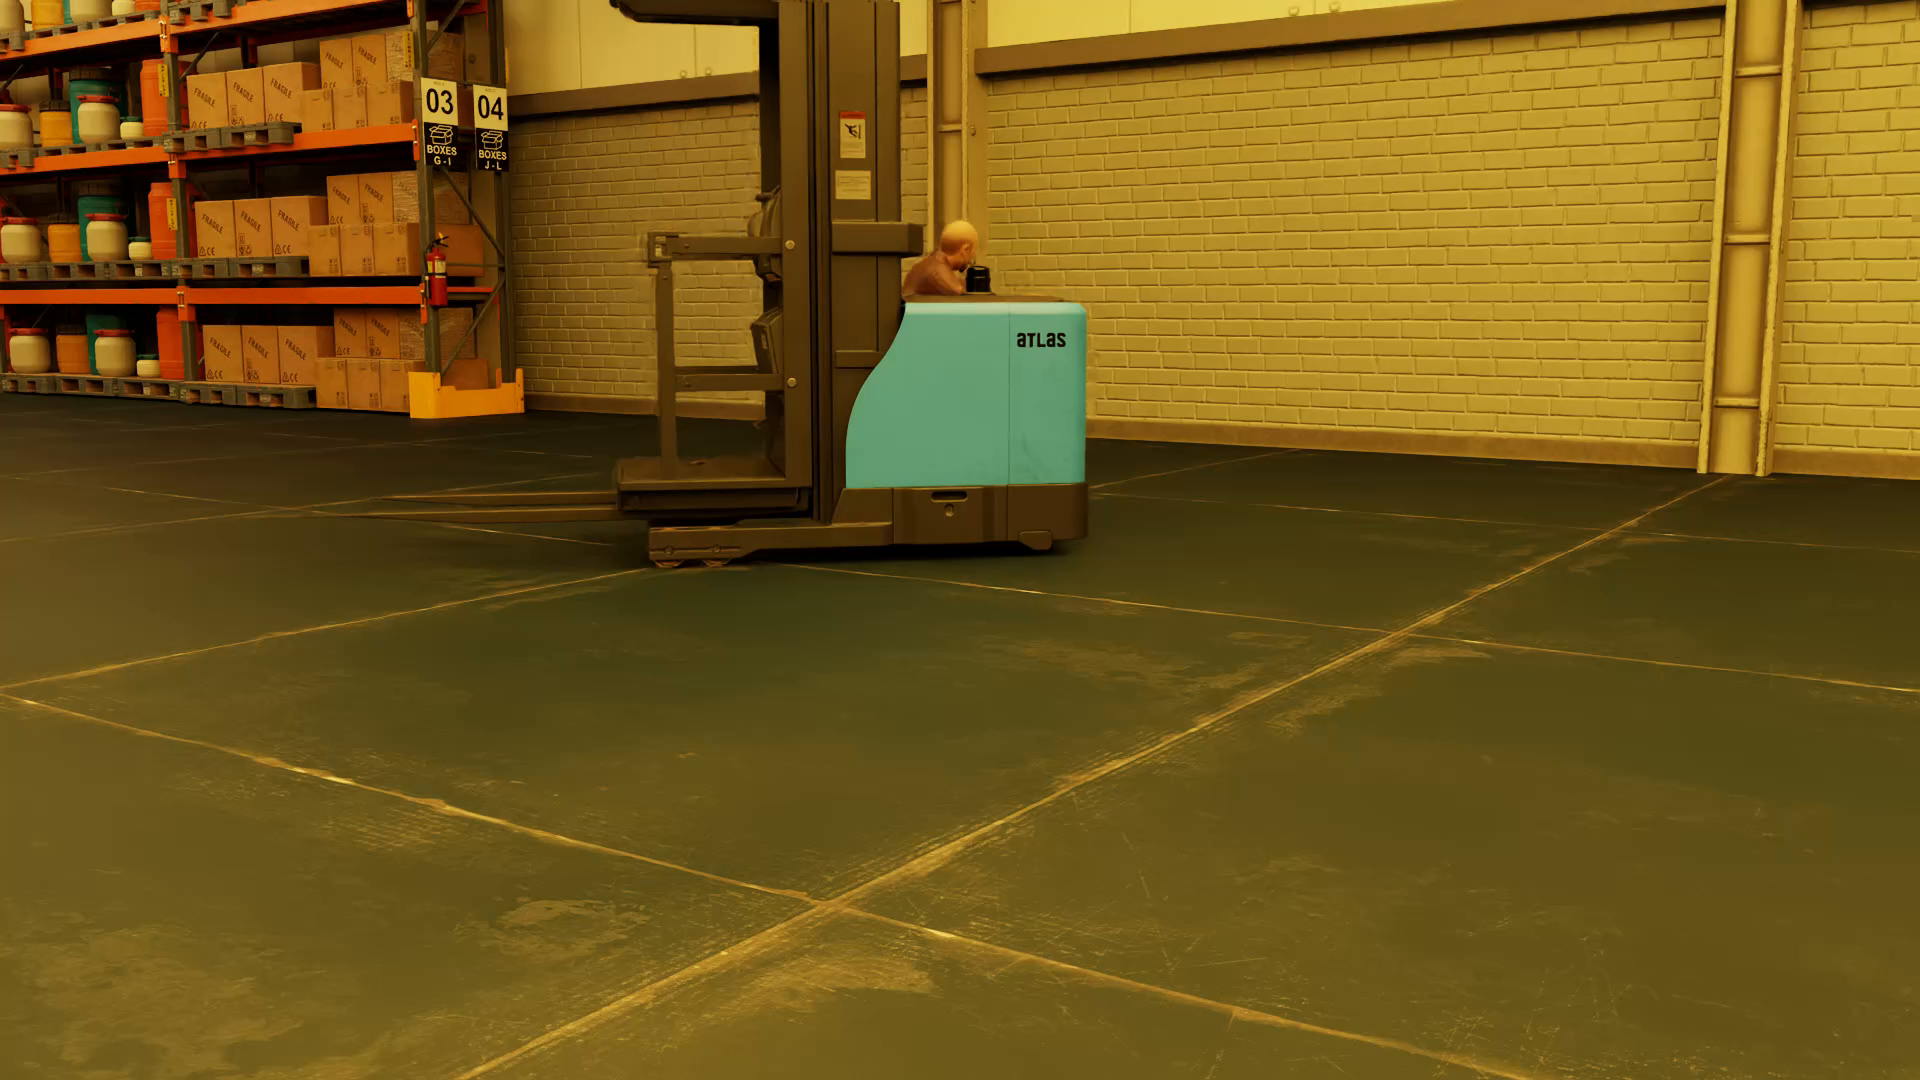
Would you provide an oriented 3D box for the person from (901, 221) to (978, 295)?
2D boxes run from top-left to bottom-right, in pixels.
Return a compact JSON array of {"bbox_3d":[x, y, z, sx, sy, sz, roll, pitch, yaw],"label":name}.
[{"bbox_3d":[0.021,-0.902,8.646,0.804,1.498,1.617,-2,8,-13],"label":"person"}]

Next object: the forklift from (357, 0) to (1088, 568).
[{"bbox_3d":[-1.015,-1.416,7.153,3.031,2.935,1.130,-2,8,-11],"label":"forklift"}]
